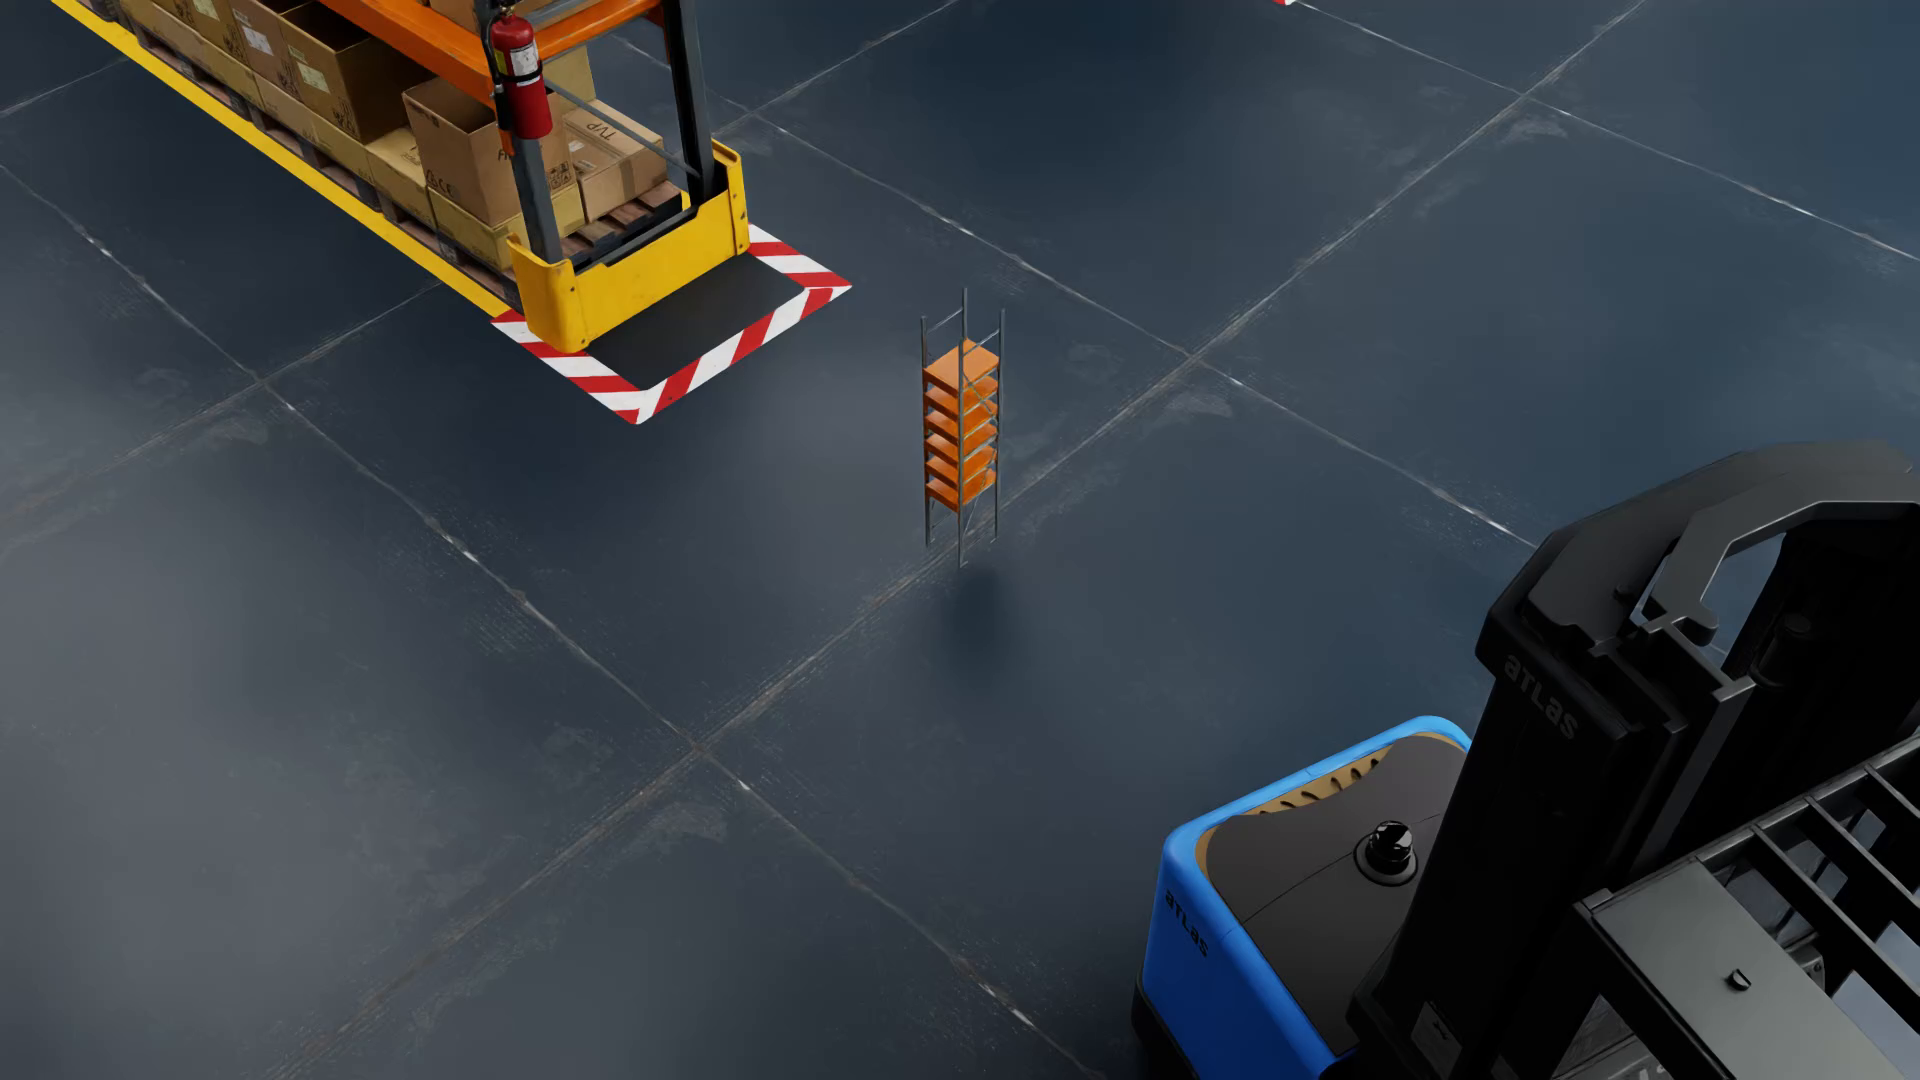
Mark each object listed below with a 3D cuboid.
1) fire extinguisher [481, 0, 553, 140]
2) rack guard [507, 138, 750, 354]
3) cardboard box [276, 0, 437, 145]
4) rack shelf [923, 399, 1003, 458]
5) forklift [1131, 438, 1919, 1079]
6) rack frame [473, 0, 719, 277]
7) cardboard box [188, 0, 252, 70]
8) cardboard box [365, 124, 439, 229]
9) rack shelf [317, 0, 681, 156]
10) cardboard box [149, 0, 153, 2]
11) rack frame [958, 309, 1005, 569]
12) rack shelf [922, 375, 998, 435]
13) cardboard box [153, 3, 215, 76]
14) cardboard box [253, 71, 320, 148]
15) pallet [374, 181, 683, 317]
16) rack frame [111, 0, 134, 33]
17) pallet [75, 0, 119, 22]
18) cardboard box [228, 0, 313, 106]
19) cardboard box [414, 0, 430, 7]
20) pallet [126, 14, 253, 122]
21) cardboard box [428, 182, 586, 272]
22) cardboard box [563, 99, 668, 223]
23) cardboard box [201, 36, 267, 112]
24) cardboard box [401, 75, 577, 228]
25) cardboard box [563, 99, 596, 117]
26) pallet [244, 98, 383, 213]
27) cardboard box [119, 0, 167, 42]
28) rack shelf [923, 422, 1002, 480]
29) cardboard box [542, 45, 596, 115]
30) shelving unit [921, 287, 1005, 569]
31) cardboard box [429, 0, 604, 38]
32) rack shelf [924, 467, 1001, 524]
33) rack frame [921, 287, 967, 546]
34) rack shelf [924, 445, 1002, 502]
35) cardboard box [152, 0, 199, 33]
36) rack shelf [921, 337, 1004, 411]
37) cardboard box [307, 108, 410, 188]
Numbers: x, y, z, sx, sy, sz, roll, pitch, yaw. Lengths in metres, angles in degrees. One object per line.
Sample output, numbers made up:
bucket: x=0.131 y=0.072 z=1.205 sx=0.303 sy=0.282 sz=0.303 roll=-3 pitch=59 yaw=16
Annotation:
fire extinguisher: x=-1.779 y=-1.941 z=6.676 sx=0.183 sy=0.674 sz=0.296 roll=34 pitch=55 yaw=28
rack guard: x=-1.533 y=-1.407 z=7.837 sx=0.348 sy=0.500 sz=1.175 roll=34 pitch=55 yaw=28
cardboard box: x=-2.892 y=-2.326 z=8.069 sx=0.500 sy=0.500 sz=0.500 roll=34 pitch=55 yaw=28
rack shelf: x=0.011 y=-0.455 z=6.359 sx=0.180 sy=0.103 sz=0.258 roll=34 pitch=55 yaw=28
forklift: x=1.673 y=1.346 z=3.584 sx=1.130 sy=2.935 sz=3.031 roll=-21 pitch=50 yaw=-18
rack frame: x=-1.551 y=-2.275 z=6.937 sx=0.127 sy=3.000 sz=1.000 roll=34 pitch=55 yaw=28
cardboard box: x=-3.627 y=-2.820 z=8.533 sx=0.500 sy=0.500 sz=0.500 roll=34 pitch=55 yaw=28
cardboard box: x=-2.521 y=-1.825 z=8.112 sx=0.500 sy=0.250 sz=0.500 roll=34 pitch=55 yaw=28
rack shelf: x=-3.021 y=-3.017 z=8.127 sx=4.000 sy=0.370 sz=1.077 roll=34 pitch=55 yaw=28
cardboard box: x=-4.362 y=-3.315 z=8.997 sx=0.500 sy=0.500 sz=0.500 roll=34 pitch=55 yaw=28
rack frame: x=0.078 y=-0.358 z=6.372 sx=0.006 sy=1.200 sz=0.240 roll=34 pitch=55 yaw=28
rack shelf: x=0.011 y=-0.537 z=6.272 sx=0.180 sy=0.103 sz=0.258 roll=34 pitch=55 yaw=28
cardboard box: x=-3.991 y=-2.813 z=9.040 sx=0.500 sy=0.250 sz=0.500 roll=34 pitch=55 yaw=28
cardboard box: x=-3.256 y=-2.319 z=8.577 sx=0.500 sy=0.250 sz=0.500 roll=34 pitch=55 yaw=28
pallet: x=-2.141 y=-1.676 z=8.287 sx=1.213 sy=0.211 sz=1.003 roll=34 pitch=55 yaw=28
rack frame: x=-4.490 y=-4.252 z=8.794 sx=0.127 sy=3.000 sz=1.000 roll=34 pitch=55 yaw=28
pallet: x=-5.058 y=-3.641 z=10.133 sx=1.213 sy=0.211 sz=1.003 roll=34 pitch=55 yaw=28
cardboard box: x=-3.258 y=-2.574 z=8.301 sx=0.500 sy=0.500 sz=0.500 roll=34 pitch=55 yaw=28
cardboard box: x=-2.274 y=-2.804 z=7.365 sx=0.500 sy=0.500 sz=0.700 roll=35 pitch=56 yaw=29
pallet: x=-3.934 y=-2.882 z=9.420 sx=1.213 sy=0.211 sz=1.003 roll=34 pitch=55 yaw=28
cardboard box: x=-2.145 y=-1.584 z=7.886 sx=0.500 sy=0.250 sz=0.500 roll=34 pitch=55 yaw=28
cardboard box: x=-1.794 y=-1.861 z=8.147 sx=0.500 sy=0.250 sz=0.500 roll=34 pitch=55 yaw=28
cardboard box: x=-3.627 y=-2.563 z=8.806 sx=0.500 sy=0.250 sz=0.500 roll=34 pitch=55 yaw=28
cardboard box: x=-2.147 y=-1.840 z=7.612 sx=0.500 sy=0.500 sz=0.500 roll=34 pitch=55 yaw=28
cardboard box: x=-2.164 y=-2.107 z=8.377 sx=0.500 sy=0.250 sz=0.500 roll=34 pitch=55 yaw=28
pallet: x=-3.033 y=-2.279 z=8.853 sx=1.213 sy=0.211 sz=1.003 roll=34 pitch=55 yaw=28
cardboard box: x=-4.355 y=-3.063 z=9.275 sx=0.500 sy=0.250 sz=0.500 roll=34 pitch=55 yaw=28
rack shelf: x=0.011 y=-0.373 z=6.447 sx=0.180 sy=0.103 sz=0.258 roll=34 pitch=55 yaw=28
cardboard box: x=-2.163 y=-2.364 z=8.105 sx=0.500 sy=0.500 sz=0.500 roll=34 pitch=55 yaw=28
shelving unit: x=0.011 y=-0.404 z=6.414 sx=0.189 sy=1.200 sz=0.258 roll=34 pitch=55 yaw=28
cardboard box: x=-1.885 y=-2.546 z=7.123 sx=0.500 sy=0.500 sz=0.700 roll=34 pitch=55 yaw=28
rack shelf: x=0.011 y=-0.209 z=6.622 sx=0.180 sy=0.103 sz=0.258 roll=34 pitch=55 yaw=28
rack frame: x=-0.057 y=-0.449 z=6.457 sx=0.006 sy=1.200 sz=0.240 roll=34 pitch=55 yaw=28
rack shelf: x=0.011 y=-0.291 z=6.534 sx=0.180 sy=0.103 sz=0.258 roll=34 pitch=55 yaw=28
cardboard box: x=-3.989 y=-3.072 z=8.769 sx=0.500 sy=0.500 sz=0.500 roll=34 pitch=55 yaw=28
rack shelf: x=0.011 y=-0.620 z=6.184 sx=0.180 sy=0.103 sz=0.258 roll=34 pitch=55 yaw=28
cardboard box: x=-2.889 y=-2.071 z=8.344 sx=0.500 sy=0.250 sz=0.500 roll=34 pitch=55 yaw=28
